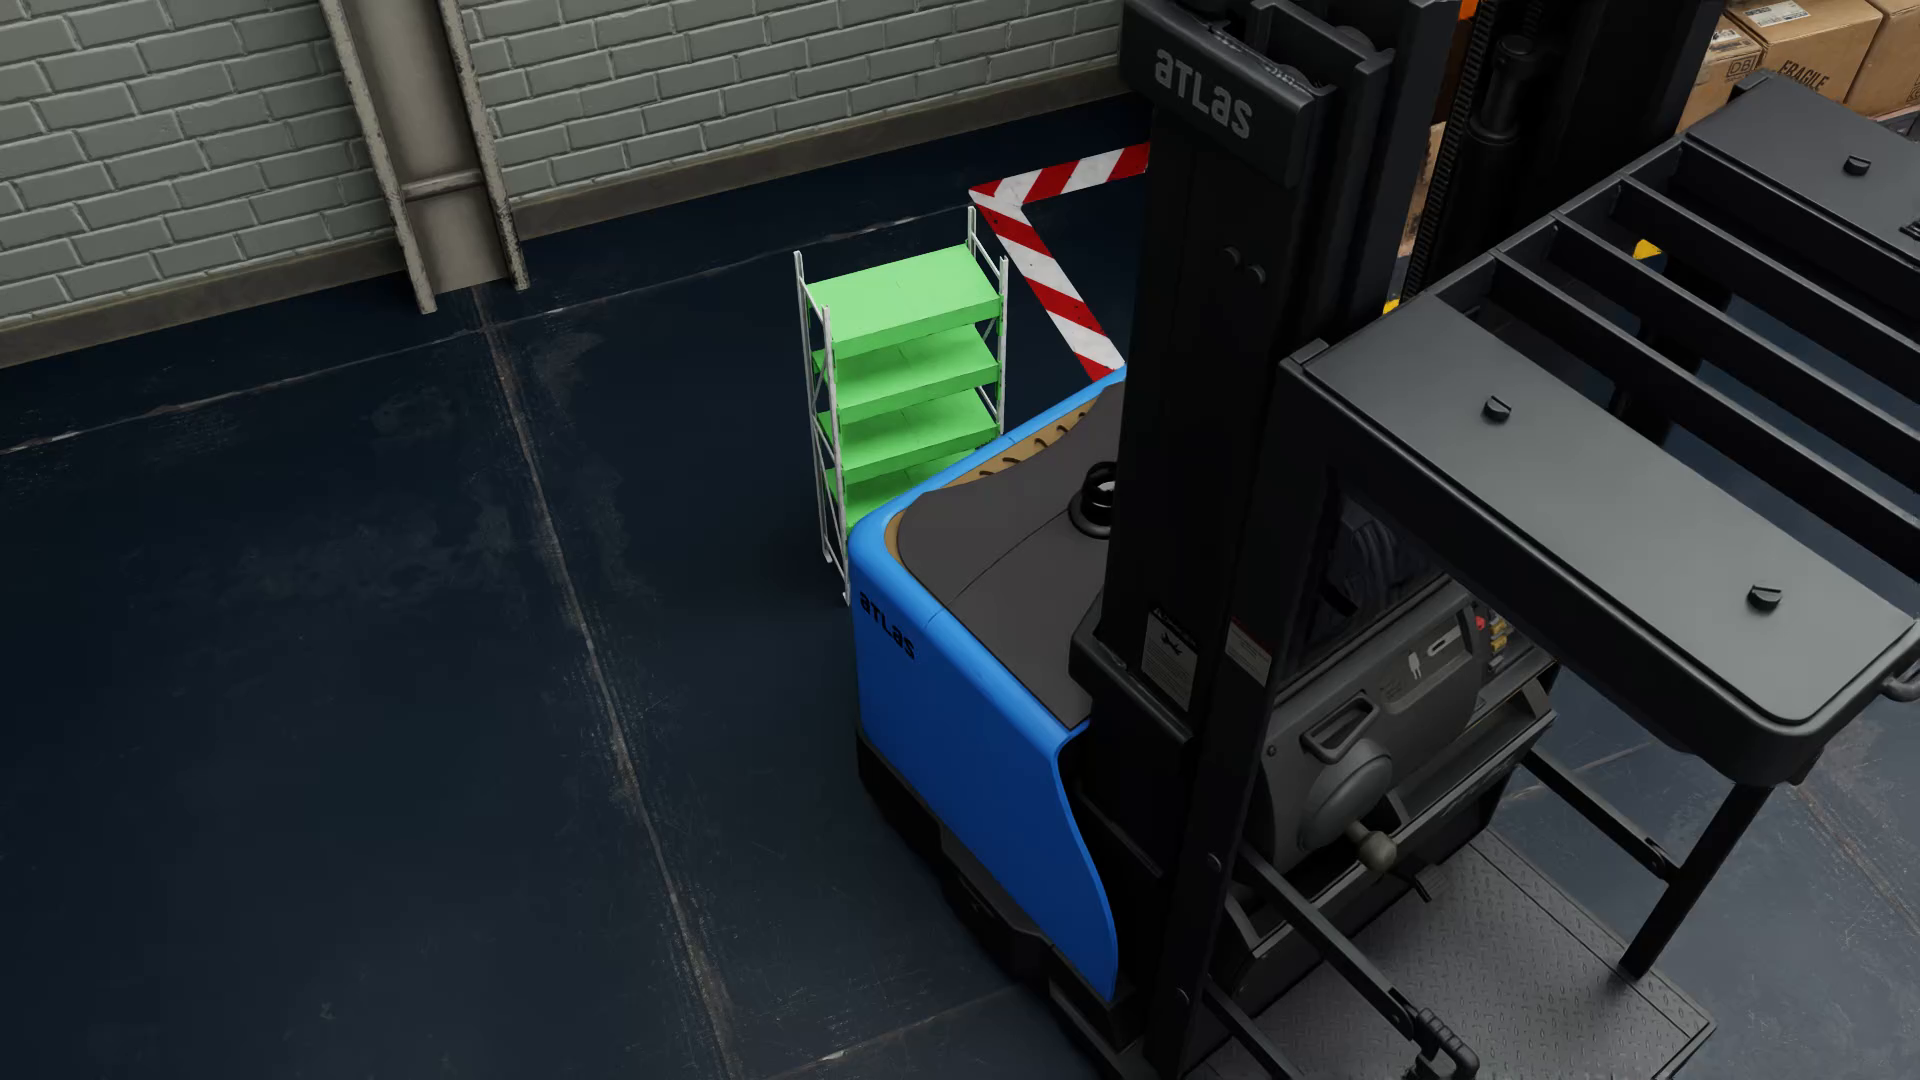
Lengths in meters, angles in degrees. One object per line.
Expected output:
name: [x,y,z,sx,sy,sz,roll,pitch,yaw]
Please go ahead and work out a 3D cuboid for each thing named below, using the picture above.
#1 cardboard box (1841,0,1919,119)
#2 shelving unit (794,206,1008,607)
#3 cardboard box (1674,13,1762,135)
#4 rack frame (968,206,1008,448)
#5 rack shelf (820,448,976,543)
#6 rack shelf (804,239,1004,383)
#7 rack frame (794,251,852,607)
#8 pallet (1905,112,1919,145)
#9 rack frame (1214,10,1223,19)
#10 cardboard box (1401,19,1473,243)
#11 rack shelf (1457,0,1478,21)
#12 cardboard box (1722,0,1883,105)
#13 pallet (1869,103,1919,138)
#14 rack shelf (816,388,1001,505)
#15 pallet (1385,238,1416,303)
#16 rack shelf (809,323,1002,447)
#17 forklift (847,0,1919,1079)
cardboard box: [3.406,-2.034,6.391,0.500,0.500,0.700,-19,52,-16]
shelving unit: [-0.153,-0.343,4.754,0.503,1.200,0.258,-17,52,-14]
cardboard box: [2.445,-1.737,6.135,0.500,0.500,0.700,-15,51,-13]
rack frame: [0.073,-0.413,4.814,0.015,1.200,0.240,-17,52,-14]
rack shelf: [-0.153,-0.145,4.985,0.480,0.148,0.258,-17,52,-14]
rack shelf: [-0.153,-0.614,4.438,0.480,0.148,0.258,-17,52,-14]
rack frame: [-0.379,-0.273,4.694,0.015,1.200,0.240,-17,52,-14]
pallet: [4.104,-2.130,6.940,1.213,0.211,1.003,-17,52,-14]
rack frame: [1.037,-2.087,5.065,0.127,3.000,1.000,-17,52,-14]
cardboard box: [1.639,-1.520,5.947,0.637,0.503,0.797,-19,52,-16]
rack shelf: [2.889,-2.427,5.831,4.000,0.370,1.077,-17,52,-14]
cardboard box: [2.973,-1.818,6.205,0.500,0.500,0.500,-16,51,-14]
pallet: [2.973,-1.777,6.637,1.213,0.211,1.003,-17,52,-14]
rack shelf: [-0.153,-0.302,4.802,0.480,0.148,0.258,-17,52,-14]
pallet: [1.845,-1.430,6.339,1.213,0.211,1.003,-17,52,-14]
rack shelf: [-0.153,-0.458,4.620,0.480,0.148,0.258,-17,52,-14]
forklift: [1.030,0.363,3.006,1.130,2.935,3.031,-31,56,-24]
